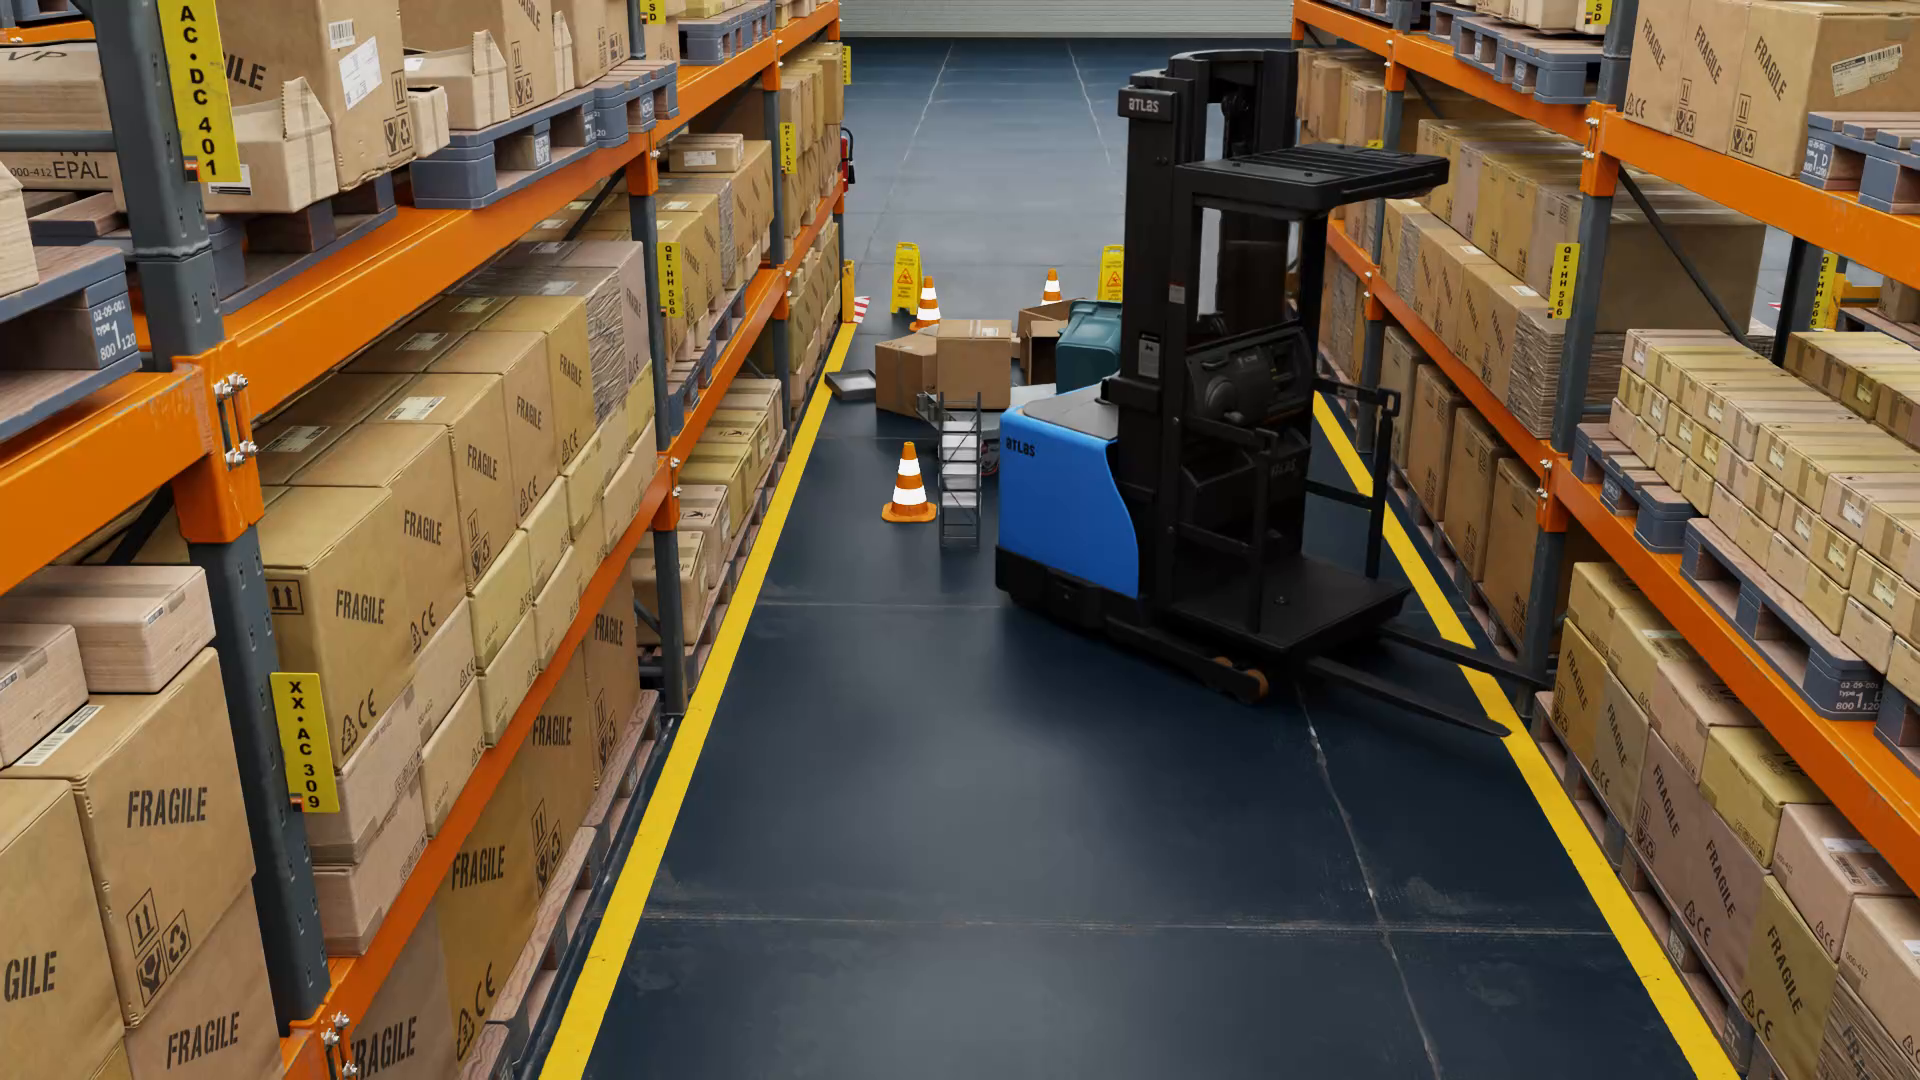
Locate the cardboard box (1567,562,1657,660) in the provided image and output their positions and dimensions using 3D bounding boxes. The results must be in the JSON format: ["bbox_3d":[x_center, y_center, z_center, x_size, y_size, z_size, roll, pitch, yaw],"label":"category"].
[{"bbox_3d":[2.886,0.300,6.949,0.500,0.250,0.500,0,21,-1],"label":"cardboard box"}]

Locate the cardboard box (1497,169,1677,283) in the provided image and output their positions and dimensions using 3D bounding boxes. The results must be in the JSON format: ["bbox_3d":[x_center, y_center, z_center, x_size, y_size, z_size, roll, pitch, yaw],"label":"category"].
[{"bbox_3d":[3.200,-1.610,8.512,0.700,0.500,0.500,0,21,1],"label":"cardboard box"}]

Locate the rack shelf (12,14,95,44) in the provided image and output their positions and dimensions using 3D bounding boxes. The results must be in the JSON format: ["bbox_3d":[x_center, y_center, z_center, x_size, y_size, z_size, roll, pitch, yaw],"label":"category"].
[{"bbox_3d":[-6.581,-3.871,12.706,1.077,0.370,4.000,1,21,2],"label":"rack shelf"}]

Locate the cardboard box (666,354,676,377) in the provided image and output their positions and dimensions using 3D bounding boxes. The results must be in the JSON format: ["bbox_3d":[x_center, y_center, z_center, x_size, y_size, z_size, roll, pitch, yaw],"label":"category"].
[{"bbox_3d":[-1.564,-0.881,7.920,0.380,0.149,0.250,-1,21,-2],"label":"cardboard box"}]

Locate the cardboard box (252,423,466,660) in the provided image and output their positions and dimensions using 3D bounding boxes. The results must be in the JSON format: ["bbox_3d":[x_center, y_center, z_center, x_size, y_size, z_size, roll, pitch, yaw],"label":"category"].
[{"bbox_3d":[-1.635,0.008,4.340,0.500,0.500,0.500,1,21,1],"label":"cardboard box"}]

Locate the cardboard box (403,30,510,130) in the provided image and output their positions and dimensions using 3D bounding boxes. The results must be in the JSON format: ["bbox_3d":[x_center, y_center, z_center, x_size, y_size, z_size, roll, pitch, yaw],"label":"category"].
[{"bbox_3d":[-1.518,-1.327,4.761,0.396,0.266,0.258,2,21,6],"label":"cardboard box"}]

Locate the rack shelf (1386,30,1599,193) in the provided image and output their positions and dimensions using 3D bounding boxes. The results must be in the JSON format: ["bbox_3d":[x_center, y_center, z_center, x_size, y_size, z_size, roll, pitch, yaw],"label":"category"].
[{"bbox_3d":[3.209,-2.353,8.795,1.077,0.370,4.000,1,21,2],"label":"rack shelf"}]

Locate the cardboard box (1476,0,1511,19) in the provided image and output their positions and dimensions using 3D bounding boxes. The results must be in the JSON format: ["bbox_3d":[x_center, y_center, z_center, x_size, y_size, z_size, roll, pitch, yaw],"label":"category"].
[{"bbox_3d":[2.921,-2.886,8.317,0.500,0.500,0.500,1,21,2],"label":"cardboard box"}]

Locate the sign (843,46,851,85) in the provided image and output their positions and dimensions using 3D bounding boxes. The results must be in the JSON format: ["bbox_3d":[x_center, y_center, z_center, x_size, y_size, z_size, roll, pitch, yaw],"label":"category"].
[{"bbox_3d":[-1.005,-4.151,14.544,0.100,0.325,0.005,1,21,2],"label":"sign"}]

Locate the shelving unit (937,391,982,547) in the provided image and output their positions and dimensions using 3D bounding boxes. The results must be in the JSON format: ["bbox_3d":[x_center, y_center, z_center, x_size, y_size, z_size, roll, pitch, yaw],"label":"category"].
[{"bbox_3d":[0.000,-0.417,9.859,0.258,0.900,0.210,1,21,2],"label":"shelving unit"}]

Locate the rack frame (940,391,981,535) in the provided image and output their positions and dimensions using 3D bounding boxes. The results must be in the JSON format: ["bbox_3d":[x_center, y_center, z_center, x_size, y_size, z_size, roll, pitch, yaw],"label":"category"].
[{"bbox_3d":[0.003,-0.453,9.953,0.240,0.900,0.006,1,21,2],"label":"rack frame"}]

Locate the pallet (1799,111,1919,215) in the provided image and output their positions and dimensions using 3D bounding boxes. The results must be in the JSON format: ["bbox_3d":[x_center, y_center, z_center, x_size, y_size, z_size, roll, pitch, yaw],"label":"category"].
[{"bbox_3d":[3.181,-1.029,4.647,1.213,0.211,1.003,1,21,2],"label":"pallet"}]

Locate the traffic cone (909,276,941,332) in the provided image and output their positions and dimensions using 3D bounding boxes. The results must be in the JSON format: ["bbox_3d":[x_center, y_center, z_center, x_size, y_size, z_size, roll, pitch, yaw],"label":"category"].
[{"bbox_3d":[-0.283,-2.125,14.866,0.336,0.463,0.334,1,21,2],"label":"traffic cone"}]

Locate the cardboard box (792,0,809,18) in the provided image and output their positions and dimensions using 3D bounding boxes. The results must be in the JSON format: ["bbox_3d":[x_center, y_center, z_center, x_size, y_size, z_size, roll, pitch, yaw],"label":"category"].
[{"bbox_3d":[-1.299,-3.888,12.103,0.380,0.149,0.250,0,21,1],"label":"cardboard box"}]

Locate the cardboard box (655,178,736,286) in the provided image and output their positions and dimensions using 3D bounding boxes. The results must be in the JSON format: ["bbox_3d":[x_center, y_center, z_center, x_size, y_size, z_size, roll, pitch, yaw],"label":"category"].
[{"bbox_3d":[-1.516,-1.688,9.102,0.500,0.500,0.500,0,21,0],"label":"cardboard box"}]

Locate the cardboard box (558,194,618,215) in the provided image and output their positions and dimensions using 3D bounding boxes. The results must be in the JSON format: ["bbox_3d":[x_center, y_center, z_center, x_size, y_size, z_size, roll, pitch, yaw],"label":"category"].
[{"bbox_3d":[-2.047,-1.503,8.626,0.500,0.500,0.500,-1,21,-2],"label":"cardboard box"}]

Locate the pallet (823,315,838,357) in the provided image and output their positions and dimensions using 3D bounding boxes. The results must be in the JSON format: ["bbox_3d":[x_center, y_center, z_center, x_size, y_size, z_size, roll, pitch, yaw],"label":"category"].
[{"bbox_3d":[-1.621,-1.857,14.522,1.003,0.211,1.213,1,21,2],"label":"pallet"}]

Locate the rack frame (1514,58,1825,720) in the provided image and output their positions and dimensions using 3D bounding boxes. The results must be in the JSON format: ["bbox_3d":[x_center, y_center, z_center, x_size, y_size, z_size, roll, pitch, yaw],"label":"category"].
[{"bbox_3d":[3.148,-0.567,7.344,1.000,3.000,0.127,1,21,2],"label":"rack frame"}]

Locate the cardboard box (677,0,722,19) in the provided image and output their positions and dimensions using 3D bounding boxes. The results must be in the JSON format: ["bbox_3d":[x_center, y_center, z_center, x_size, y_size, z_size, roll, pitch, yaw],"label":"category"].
[{"bbox_3d":[-1.591,-2.976,9.031,0.500,0.250,0.500,1,21,2],"label":"cardboard box"}]

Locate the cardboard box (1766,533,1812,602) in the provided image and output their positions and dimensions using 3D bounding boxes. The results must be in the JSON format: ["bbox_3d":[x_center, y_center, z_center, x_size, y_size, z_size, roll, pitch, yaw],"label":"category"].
[{"bbox_3d":[2.886,0.087,5.424,0.380,0.149,0.250,0,21,0],"label":"cardboard box"}]

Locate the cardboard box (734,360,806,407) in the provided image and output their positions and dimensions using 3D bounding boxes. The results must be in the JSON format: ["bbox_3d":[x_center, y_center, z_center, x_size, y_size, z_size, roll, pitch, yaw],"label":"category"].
[{"bbox_3d":[-1.393,-1.156,12.081,0.500,0.250,0.500,0,21,-1],"label":"cardboard box"}]

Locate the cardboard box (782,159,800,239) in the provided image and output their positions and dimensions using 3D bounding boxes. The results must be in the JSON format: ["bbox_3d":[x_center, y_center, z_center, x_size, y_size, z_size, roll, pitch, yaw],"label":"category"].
[{"bbox_3d":[-1.389,-2.373,11.448,0.500,0.500,0.500,1,21,1],"label":"cardboard box"}]

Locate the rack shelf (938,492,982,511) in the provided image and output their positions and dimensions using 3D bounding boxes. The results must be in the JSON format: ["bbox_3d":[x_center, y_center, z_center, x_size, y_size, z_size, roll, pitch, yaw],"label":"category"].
[{"bbox_3d":[0.000,-0.218,9.936,0.258,0.077,0.200,1,21,2],"label":"rack shelf"}]

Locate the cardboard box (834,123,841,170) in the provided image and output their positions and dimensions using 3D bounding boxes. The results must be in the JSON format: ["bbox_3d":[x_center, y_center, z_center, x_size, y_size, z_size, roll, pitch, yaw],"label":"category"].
[{"bbox_3d":[-1.300,-3.464,14.259,0.500,0.500,0.500,0,21,1],"label":"cardboard box"}]

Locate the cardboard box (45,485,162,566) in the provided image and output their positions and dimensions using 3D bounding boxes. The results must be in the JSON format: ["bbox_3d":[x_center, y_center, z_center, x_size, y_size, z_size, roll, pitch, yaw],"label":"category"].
[{"bbox_3d":[-2.161,0.184,3.887,0.500,0.500,0.500,1,21,3],"label":"cardboard box"}]

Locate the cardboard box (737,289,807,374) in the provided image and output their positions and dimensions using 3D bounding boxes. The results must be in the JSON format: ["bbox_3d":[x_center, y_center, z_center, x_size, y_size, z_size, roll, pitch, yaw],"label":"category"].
[{"bbox_3d":[-1.393,-1.505,11.945,0.500,0.500,0.500,2,21,4],"label":"cardboard box"}]

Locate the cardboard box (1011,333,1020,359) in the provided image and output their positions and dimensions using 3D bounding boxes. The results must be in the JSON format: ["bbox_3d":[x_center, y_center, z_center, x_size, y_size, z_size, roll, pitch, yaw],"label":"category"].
[{"bbox_3d":[0.420,-1.653,14.083,0.380,0.149,0.250,13,25,29],"label":"cardboard box"}]

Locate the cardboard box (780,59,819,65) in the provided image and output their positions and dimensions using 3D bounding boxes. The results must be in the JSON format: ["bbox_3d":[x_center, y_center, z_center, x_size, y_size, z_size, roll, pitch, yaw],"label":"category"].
[{"bbox_3d":[-1.446,-3.395,12.699,0.700,0.500,0.500,1,21,1],"label":"cardboard box"}]

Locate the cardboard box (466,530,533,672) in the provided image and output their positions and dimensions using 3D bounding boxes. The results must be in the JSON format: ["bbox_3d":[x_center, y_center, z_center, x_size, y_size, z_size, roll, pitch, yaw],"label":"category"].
[{"bbox_3d":[-1.599,0.171,4.957,0.500,0.250,0.500,1,21,2],"label":"cardboard box"}]

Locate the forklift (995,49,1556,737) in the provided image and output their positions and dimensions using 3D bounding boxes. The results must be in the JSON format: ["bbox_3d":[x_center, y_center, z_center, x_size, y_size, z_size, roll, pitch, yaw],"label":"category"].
[{"bbox_3d":[1.571,-0.787,8.006,1.130,2.935,3.031,-19,28,-40],"label":"forklift"}]

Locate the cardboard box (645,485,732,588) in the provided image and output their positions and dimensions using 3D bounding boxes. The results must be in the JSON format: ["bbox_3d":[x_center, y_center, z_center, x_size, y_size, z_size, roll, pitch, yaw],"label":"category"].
[{"bbox_3d":[-1.761,-0.027,9.003,0.950,0.372,0.625,0,21,1],"label":"cardboard box"}]

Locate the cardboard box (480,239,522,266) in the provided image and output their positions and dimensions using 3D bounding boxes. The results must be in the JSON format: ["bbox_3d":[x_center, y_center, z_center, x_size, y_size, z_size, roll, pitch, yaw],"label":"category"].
[{"bbox_3d":[-2.062,-0.922,6.738,0.500,0.500,0.500,0,21,0],"label":"cardboard box"}]

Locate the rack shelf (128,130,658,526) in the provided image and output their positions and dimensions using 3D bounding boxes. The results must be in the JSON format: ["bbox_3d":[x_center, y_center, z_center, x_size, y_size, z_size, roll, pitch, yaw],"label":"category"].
[{"bbox_3d":[-1.863,-0.925,5.114,1.077,0.370,4.000,1,21,2],"label":"rack shelf"}]

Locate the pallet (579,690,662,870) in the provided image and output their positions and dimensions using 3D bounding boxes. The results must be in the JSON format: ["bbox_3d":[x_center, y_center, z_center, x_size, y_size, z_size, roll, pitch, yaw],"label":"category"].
[{"bbox_3d":[-1.902,0.999,7.162,1.003,0.211,1.213,1,21,2],"label":"pallet"}]

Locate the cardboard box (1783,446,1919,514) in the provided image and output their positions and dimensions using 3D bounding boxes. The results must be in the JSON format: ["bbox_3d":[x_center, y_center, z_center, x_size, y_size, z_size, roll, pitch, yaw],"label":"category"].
[{"bbox_3d":[2.891,-0.193,5.323,0.380,0.149,0.250,0,21,1],"label":"cardboard box"}]

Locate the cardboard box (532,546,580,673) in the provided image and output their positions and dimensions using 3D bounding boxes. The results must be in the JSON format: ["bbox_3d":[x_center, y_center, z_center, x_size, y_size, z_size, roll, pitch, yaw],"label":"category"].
[{"bbox_3d":[-1.577,0.222,5.517,0.500,0.250,0.500,0,21,1],"label":"cardboard box"}]

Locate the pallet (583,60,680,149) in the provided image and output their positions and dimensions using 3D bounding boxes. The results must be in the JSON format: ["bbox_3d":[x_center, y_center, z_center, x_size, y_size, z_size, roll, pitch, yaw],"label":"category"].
[{"bbox_3d":[-1.769,-1.662,6.280,1.213,0.211,1.003,2,21,4],"label":"pallet"}]

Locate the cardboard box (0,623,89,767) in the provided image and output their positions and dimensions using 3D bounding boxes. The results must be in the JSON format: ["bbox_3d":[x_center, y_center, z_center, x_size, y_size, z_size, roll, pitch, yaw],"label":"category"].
[{"bbox_3d":[-1.732,0.255,2.808,0.380,0.149,0.250,1,21,3],"label":"cardboard box"}]

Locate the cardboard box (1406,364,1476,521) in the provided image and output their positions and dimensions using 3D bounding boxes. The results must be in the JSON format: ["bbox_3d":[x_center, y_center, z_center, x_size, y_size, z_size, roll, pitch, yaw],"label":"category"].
[{"bbox_3d":[3.308,-0.586,9.922,1.050,0.750,0.750,1,21,2],"label":"cardboard box"}]

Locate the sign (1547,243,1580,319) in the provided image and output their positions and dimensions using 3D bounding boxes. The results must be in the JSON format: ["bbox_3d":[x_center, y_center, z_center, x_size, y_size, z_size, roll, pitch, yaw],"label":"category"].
[{"bbox_3d":[2.594,-1.112,7.147,0.100,0.325,0.005,1,21,2],"label":"sign"}]

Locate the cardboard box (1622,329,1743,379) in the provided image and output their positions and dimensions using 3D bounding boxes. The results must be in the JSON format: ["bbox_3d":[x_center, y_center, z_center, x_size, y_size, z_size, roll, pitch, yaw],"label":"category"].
[{"bbox_3d":[2.941,-0.757,6.776,0.380,0.149,0.250,1,21,2],"label":"cardboard box"}]

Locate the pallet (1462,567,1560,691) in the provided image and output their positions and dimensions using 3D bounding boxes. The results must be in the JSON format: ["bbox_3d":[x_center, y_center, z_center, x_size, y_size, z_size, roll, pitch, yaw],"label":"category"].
[{"bbox_3d":[3.248,0.449,8.581,1.003,0.211,1.213,1,21,2],"label":"pallet"}]

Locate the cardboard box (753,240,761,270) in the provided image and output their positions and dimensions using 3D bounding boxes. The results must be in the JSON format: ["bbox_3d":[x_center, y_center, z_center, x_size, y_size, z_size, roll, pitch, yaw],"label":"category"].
[{"bbox_3d":[-1.418,-1.732,10.113,0.380,0.149,0.250,0,21,1],"label":"cardboard box"}]

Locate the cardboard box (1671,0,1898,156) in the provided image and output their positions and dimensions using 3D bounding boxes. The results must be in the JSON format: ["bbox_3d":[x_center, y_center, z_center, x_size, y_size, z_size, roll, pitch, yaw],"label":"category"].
[{"bbox_3d":[2.857,-1.628,5.792,0.500,0.500,0.500,1,21,2],"label":"cardboard box"}]

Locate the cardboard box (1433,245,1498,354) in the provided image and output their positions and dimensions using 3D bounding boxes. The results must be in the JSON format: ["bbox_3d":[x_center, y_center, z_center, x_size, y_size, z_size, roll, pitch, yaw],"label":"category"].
[{"bbox_3d":[2.937,-1.326,9.161,0.500,0.500,0.500,1,21,2],"label":"cardboard box"}]

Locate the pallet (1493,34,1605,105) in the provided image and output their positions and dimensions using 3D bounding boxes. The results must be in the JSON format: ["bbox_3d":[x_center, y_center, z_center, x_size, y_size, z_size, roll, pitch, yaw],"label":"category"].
[{"bbox_3d":[3.115,-2.111,7.437,1.213,0.211,1.003,2,21,4],"label":"pallet"}]

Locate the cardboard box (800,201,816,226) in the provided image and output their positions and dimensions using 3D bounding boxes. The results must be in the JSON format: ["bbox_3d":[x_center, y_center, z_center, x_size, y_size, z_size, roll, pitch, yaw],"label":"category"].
[{"bbox_3d":[-1.302,-2.487,12.639,0.380,0.149,0.250,1,21,2],"label":"cardboard box"}]

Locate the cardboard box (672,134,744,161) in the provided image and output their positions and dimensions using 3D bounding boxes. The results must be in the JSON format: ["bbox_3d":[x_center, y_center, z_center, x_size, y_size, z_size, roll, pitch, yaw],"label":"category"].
[{"bbox_3d":[-1.477,-2.296,9.773,0.380,0.149,0.250,0,21,0],"label":"cardboard box"}]

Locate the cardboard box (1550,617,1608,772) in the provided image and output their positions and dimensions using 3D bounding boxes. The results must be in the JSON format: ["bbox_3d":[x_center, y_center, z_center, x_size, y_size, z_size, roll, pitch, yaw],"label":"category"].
[{"bbox_3d":[2.872,0.655,7.068,0.500,0.500,0.500,0,21,-1],"label":"cardboard box"}]

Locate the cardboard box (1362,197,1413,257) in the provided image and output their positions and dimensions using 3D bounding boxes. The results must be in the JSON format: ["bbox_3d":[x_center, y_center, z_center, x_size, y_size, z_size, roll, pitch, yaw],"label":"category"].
[{"bbox_3d":[3.269,-2.217,11.388,0.875,0.550,0.550,1,21,2],"label":"cardboard box"}]

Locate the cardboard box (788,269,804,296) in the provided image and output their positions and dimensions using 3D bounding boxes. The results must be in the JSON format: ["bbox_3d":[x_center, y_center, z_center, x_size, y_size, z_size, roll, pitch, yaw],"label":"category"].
[{"bbox_3d":[-1.329,-1.852,11.943,0.380,0.149,0.250,1,21,2],"label":"cardboard box"}]

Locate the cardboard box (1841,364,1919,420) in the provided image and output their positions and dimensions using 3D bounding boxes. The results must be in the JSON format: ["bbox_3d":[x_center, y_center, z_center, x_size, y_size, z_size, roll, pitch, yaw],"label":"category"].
[{"bbox_3d":[3.574,-0.555,6.258,0.380,0.149,0.250,1,21,3],"label":"cardboard box"}]

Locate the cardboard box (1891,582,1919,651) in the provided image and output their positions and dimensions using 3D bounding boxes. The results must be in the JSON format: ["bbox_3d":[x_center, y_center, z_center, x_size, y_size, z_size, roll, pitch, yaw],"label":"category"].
[{"bbox_3d":[2.863,0.232,4.640,0.380,0.149,0.250,0,21,0],"label":"cardboard box"}]

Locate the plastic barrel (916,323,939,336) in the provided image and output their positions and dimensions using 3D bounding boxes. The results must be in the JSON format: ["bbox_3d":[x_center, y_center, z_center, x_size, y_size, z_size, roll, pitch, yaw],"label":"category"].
[{"bbox_3d":[-0.109,-1.513,13.343,0.512,0.421,0.421,18,27,38],"label":"plastic barrel"}]

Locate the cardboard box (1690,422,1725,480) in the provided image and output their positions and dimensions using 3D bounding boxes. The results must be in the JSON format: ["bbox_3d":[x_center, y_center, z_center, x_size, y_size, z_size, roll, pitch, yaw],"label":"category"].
[{"bbox_3d":[2.915,-0.326,6.078,0.380,0.149,0.250,1,21,2],"label":"cardboard box"}]

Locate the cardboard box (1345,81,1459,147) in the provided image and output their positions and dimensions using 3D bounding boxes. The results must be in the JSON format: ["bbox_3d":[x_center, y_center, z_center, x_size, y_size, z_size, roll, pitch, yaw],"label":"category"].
[{"bbox_3d":[3.216,-2.920,11.707,0.875,0.550,0.550,1,21,2],"label":"cardboard box"}]

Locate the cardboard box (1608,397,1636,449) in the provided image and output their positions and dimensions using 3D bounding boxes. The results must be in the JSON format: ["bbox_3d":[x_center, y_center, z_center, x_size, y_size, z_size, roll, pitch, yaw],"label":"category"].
[{"bbox_3d":[2.933,-0.486,6.902,0.380,0.149,0.250,0,21,1],"label":"cardboard box"}]

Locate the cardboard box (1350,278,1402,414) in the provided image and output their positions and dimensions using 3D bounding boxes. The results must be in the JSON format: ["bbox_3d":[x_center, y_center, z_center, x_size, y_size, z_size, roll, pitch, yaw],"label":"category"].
[{"bbox_3d":[3.359,-1.445,11.964,0.875,0.875,0.875,1,21,2],"label":"cardboard box"}]
